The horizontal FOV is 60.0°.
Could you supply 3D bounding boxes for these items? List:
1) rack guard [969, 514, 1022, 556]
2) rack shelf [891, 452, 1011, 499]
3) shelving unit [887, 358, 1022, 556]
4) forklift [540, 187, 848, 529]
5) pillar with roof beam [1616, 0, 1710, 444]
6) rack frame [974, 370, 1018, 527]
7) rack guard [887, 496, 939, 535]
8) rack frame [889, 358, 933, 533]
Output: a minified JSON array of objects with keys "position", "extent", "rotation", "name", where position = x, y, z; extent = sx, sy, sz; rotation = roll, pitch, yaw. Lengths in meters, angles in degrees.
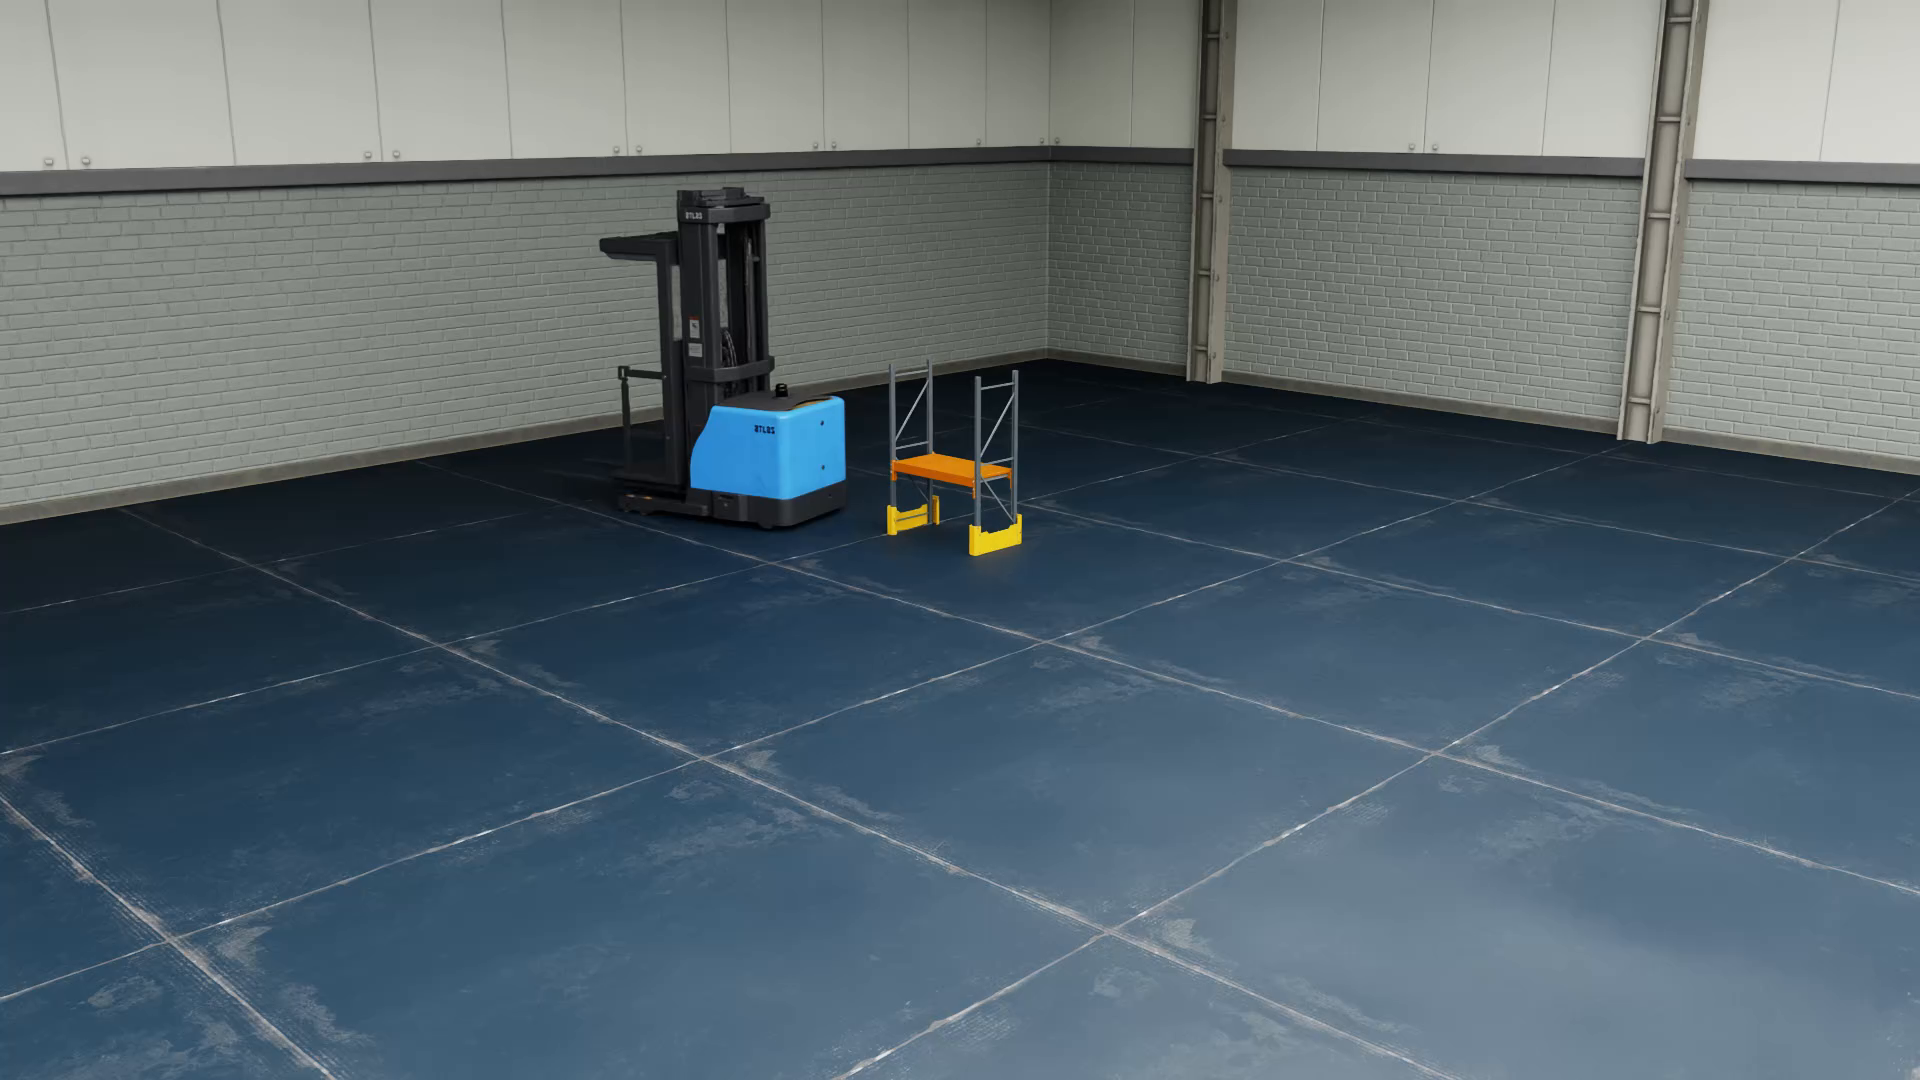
[{"position":[0.304,-0.047,14.117],"extent":[0.087,0.250,0.587],"rotation":[14,20,42],"name":"rack guard"},{"position":[-0.061,-0.567,14.346],"extent":[1.000,0.185,0.538],"rotation":[14,20,42],"name":"rack shelf"},{"position":[-0.055,-0.739,14.294],"extent":[1.083,1.500,0.587],"rotation":[14,20,42],"name":"shelving unit"},{"position":[-2.584,-1.758,15.366],"extent":[3.031,2.935,1.130],"rotation":[8,17,28],"name":"forklift"},{"position":[4.680,-4.704,14.639],"extent":[0.400,9.000,9.100],"rotation":[14,20,42],"name":"pillar with roof beam"},{"position":[0.305,-0.652,13.959],"extent":[0.032,1.500,0.500],"rotation":[14,20,42],"name":"rack frame"},{"position":[-0.413,-0.221,14.786],"extent":[0.087,0.250,0.587],"rotation":[14,20,42],"name":"rack guard"},{"position":[-0.427,-0.830,14.642],"extent":[0.032,1.500,0.500],"rotation":[14,20,42],"name":"rack frame"}]
